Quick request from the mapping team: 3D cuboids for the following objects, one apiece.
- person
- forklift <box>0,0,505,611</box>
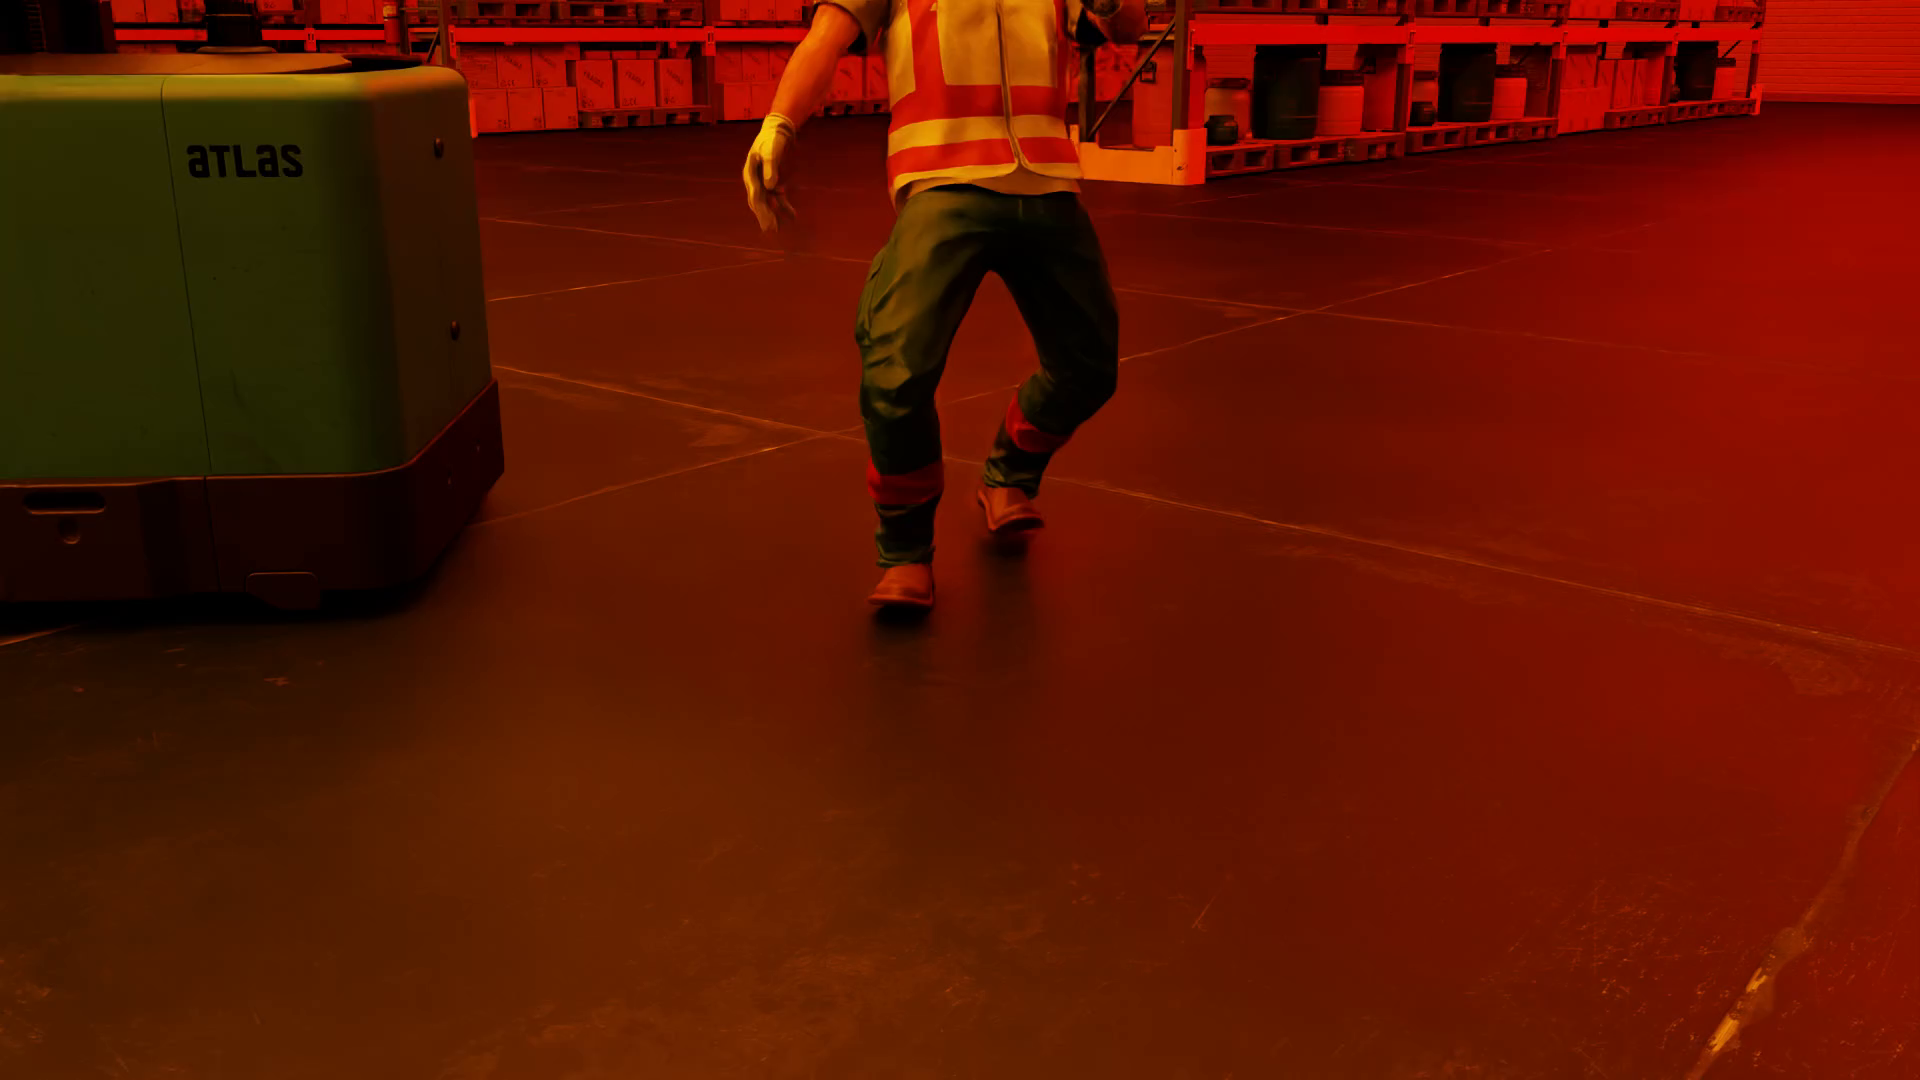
[{"bbox_3d":[-0.015,-0.672,3.320,0.859,1.624,0.870,-9,19,-28],"label":"person"},{"bbox_3d":[-2.655,-1.358,3.369,3.031,2.935,1.130,-1,17,-4],"label":"forklift"}]
